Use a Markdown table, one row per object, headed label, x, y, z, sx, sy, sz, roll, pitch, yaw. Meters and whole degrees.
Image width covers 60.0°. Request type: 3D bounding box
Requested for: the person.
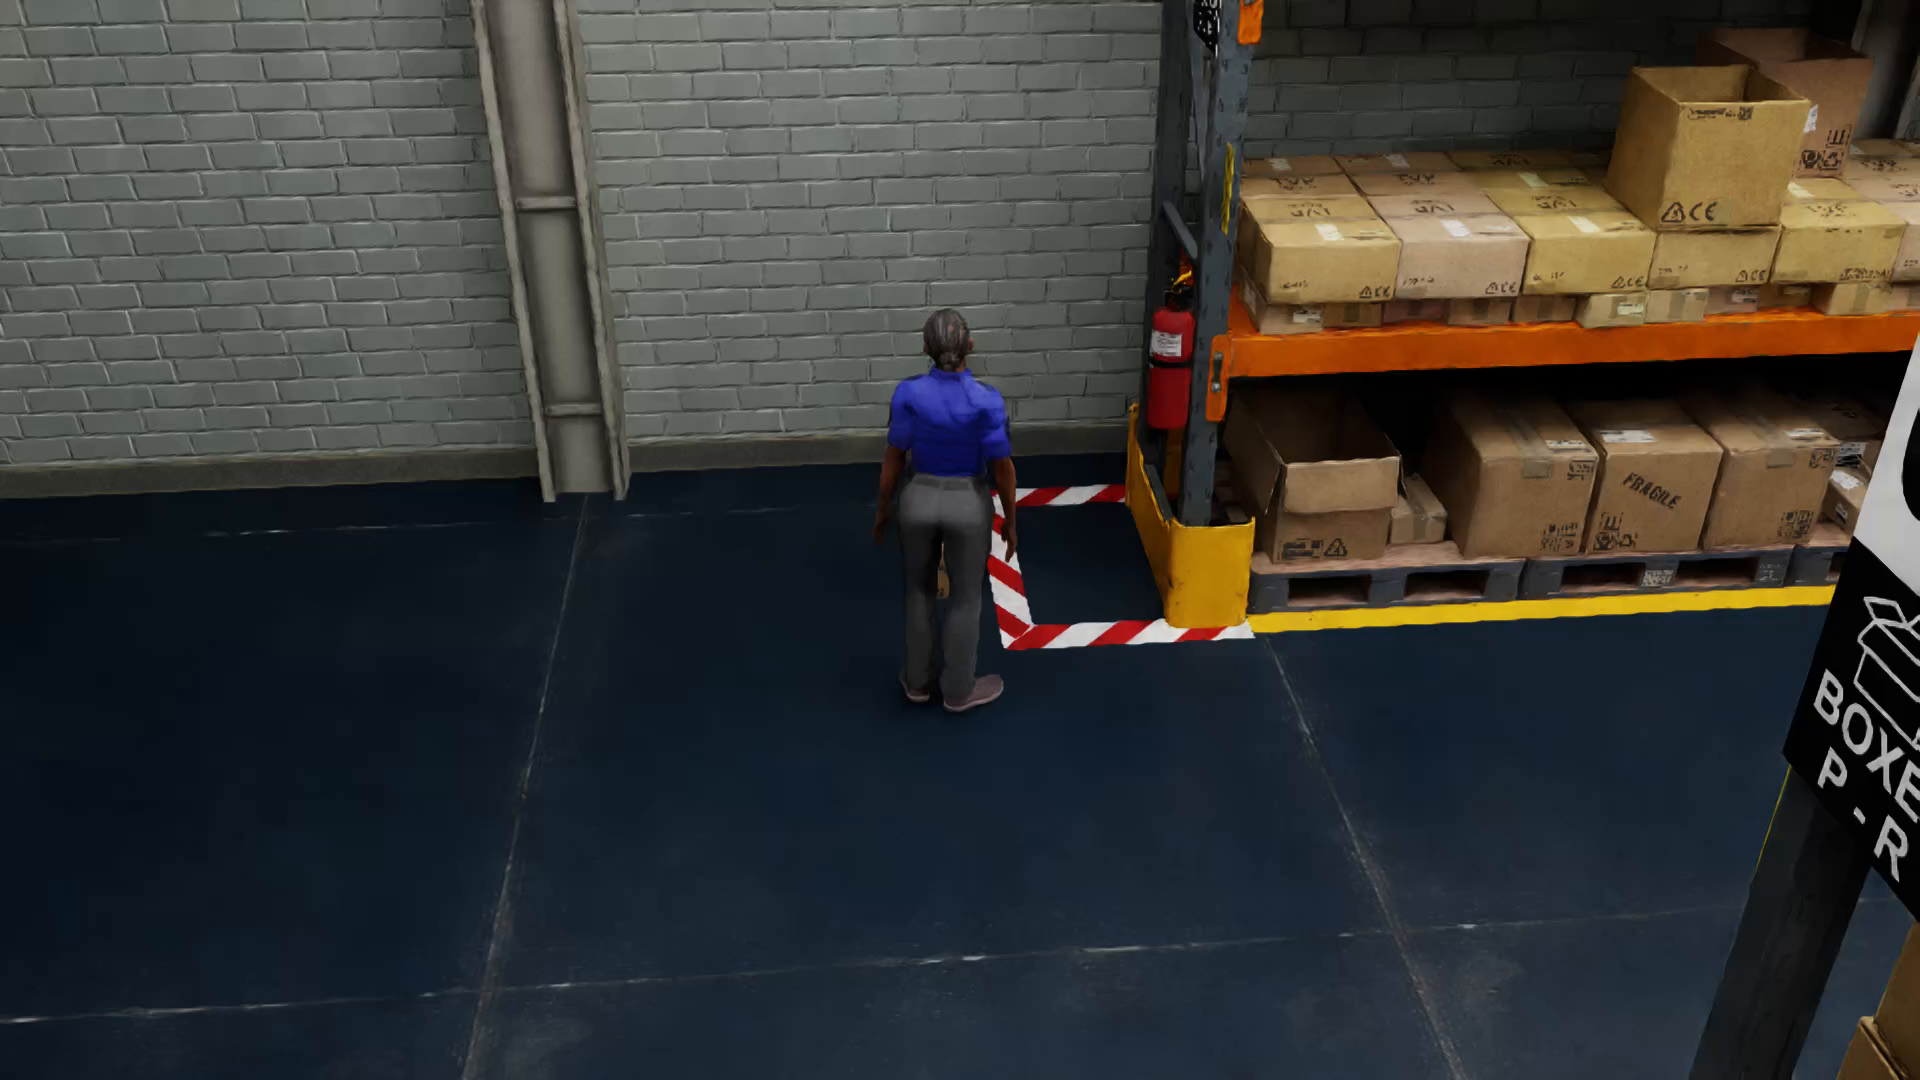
| label | x | y | z | sx | sy | sz | roll | pitch | yaw |
| --- | --- | --- | --- | --- | --- | --- | --- | --- | --- |
| person | -0.050 | -0.097 | 6.269 | 0.549 | 1.665 | 0.323 | 6 | 32 | 10 |
